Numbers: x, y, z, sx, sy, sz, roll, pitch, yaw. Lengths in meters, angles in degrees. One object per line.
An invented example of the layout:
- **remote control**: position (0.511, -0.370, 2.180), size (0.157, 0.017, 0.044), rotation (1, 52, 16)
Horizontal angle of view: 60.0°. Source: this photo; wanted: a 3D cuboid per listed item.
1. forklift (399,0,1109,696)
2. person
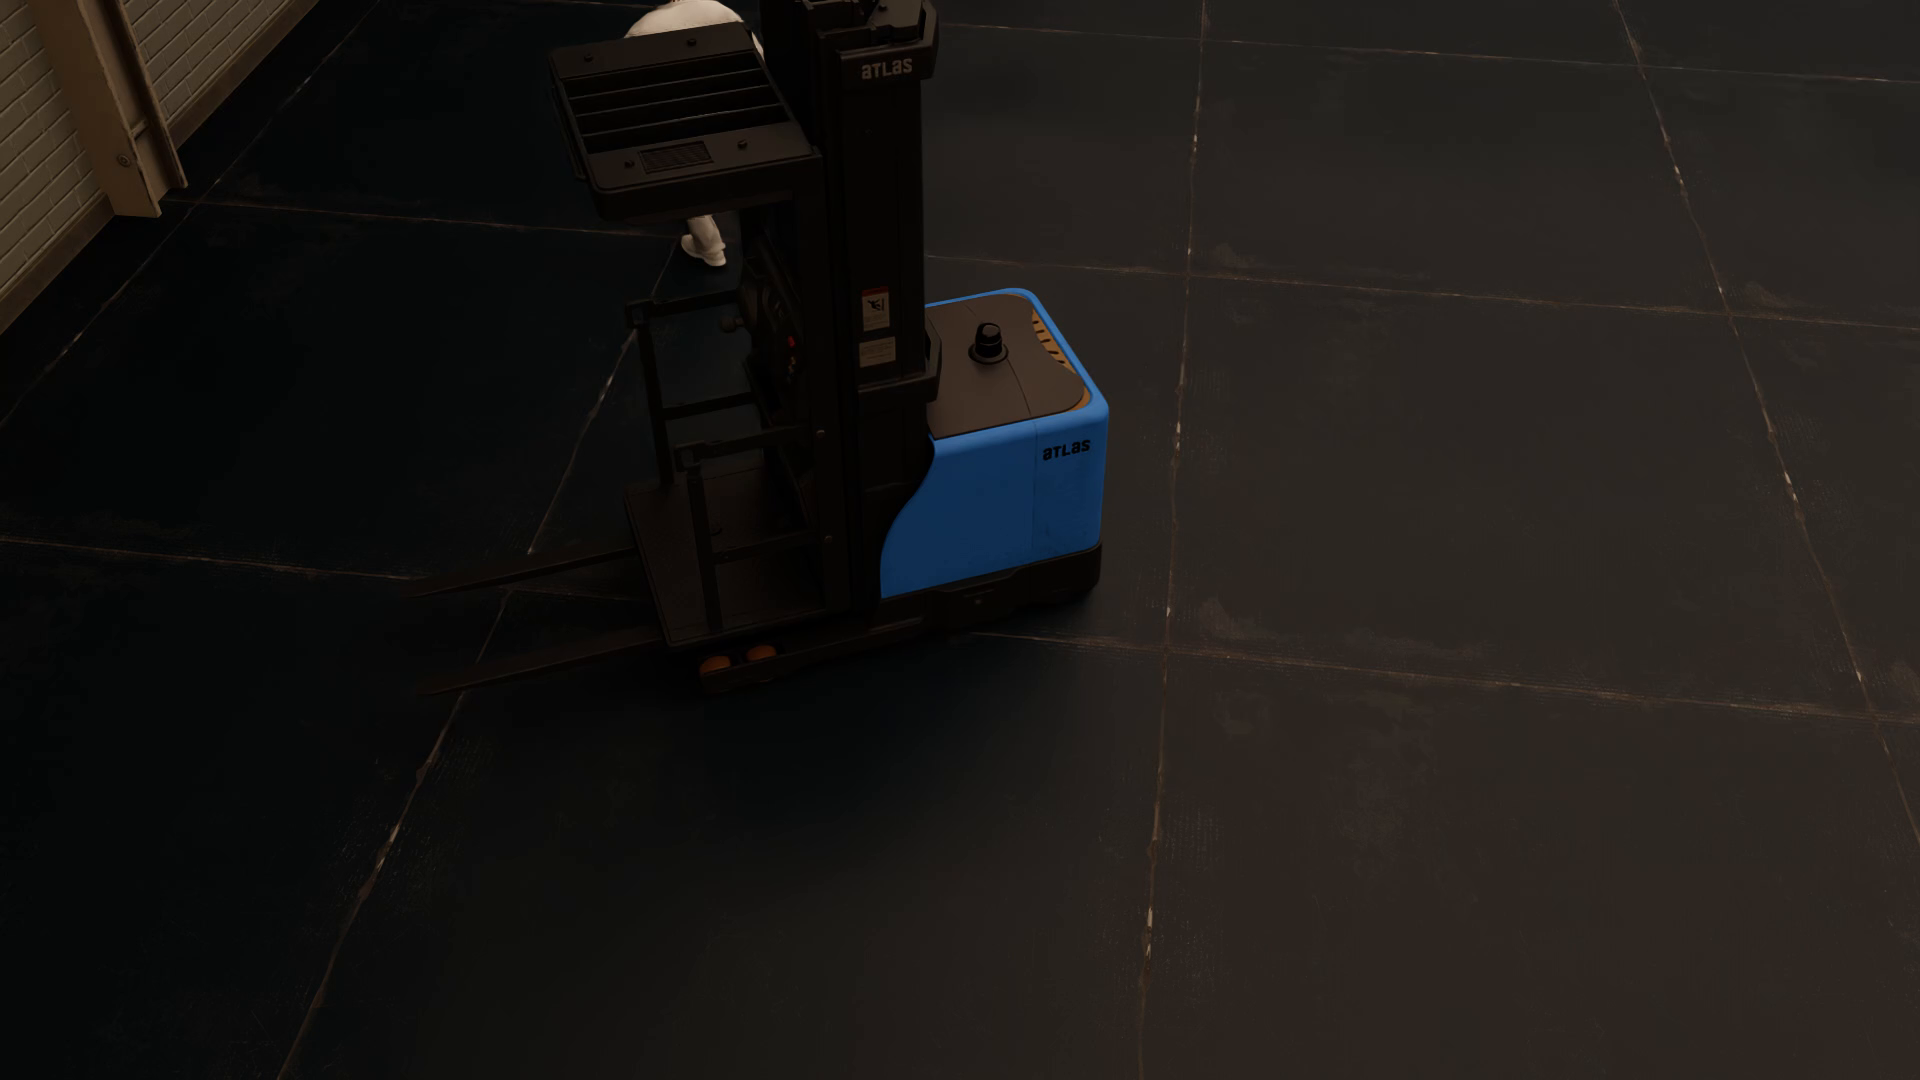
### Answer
- **forklift**: position (-0.934, -0.823, 6.621), size (3.031, 2.935, 1.130), rotation (-13, 44, -14)
- **person**: position (-1.527, -2.447, 9.283), size (1.032, 1.765, 0.796), rotation (-29, 50, -28)
